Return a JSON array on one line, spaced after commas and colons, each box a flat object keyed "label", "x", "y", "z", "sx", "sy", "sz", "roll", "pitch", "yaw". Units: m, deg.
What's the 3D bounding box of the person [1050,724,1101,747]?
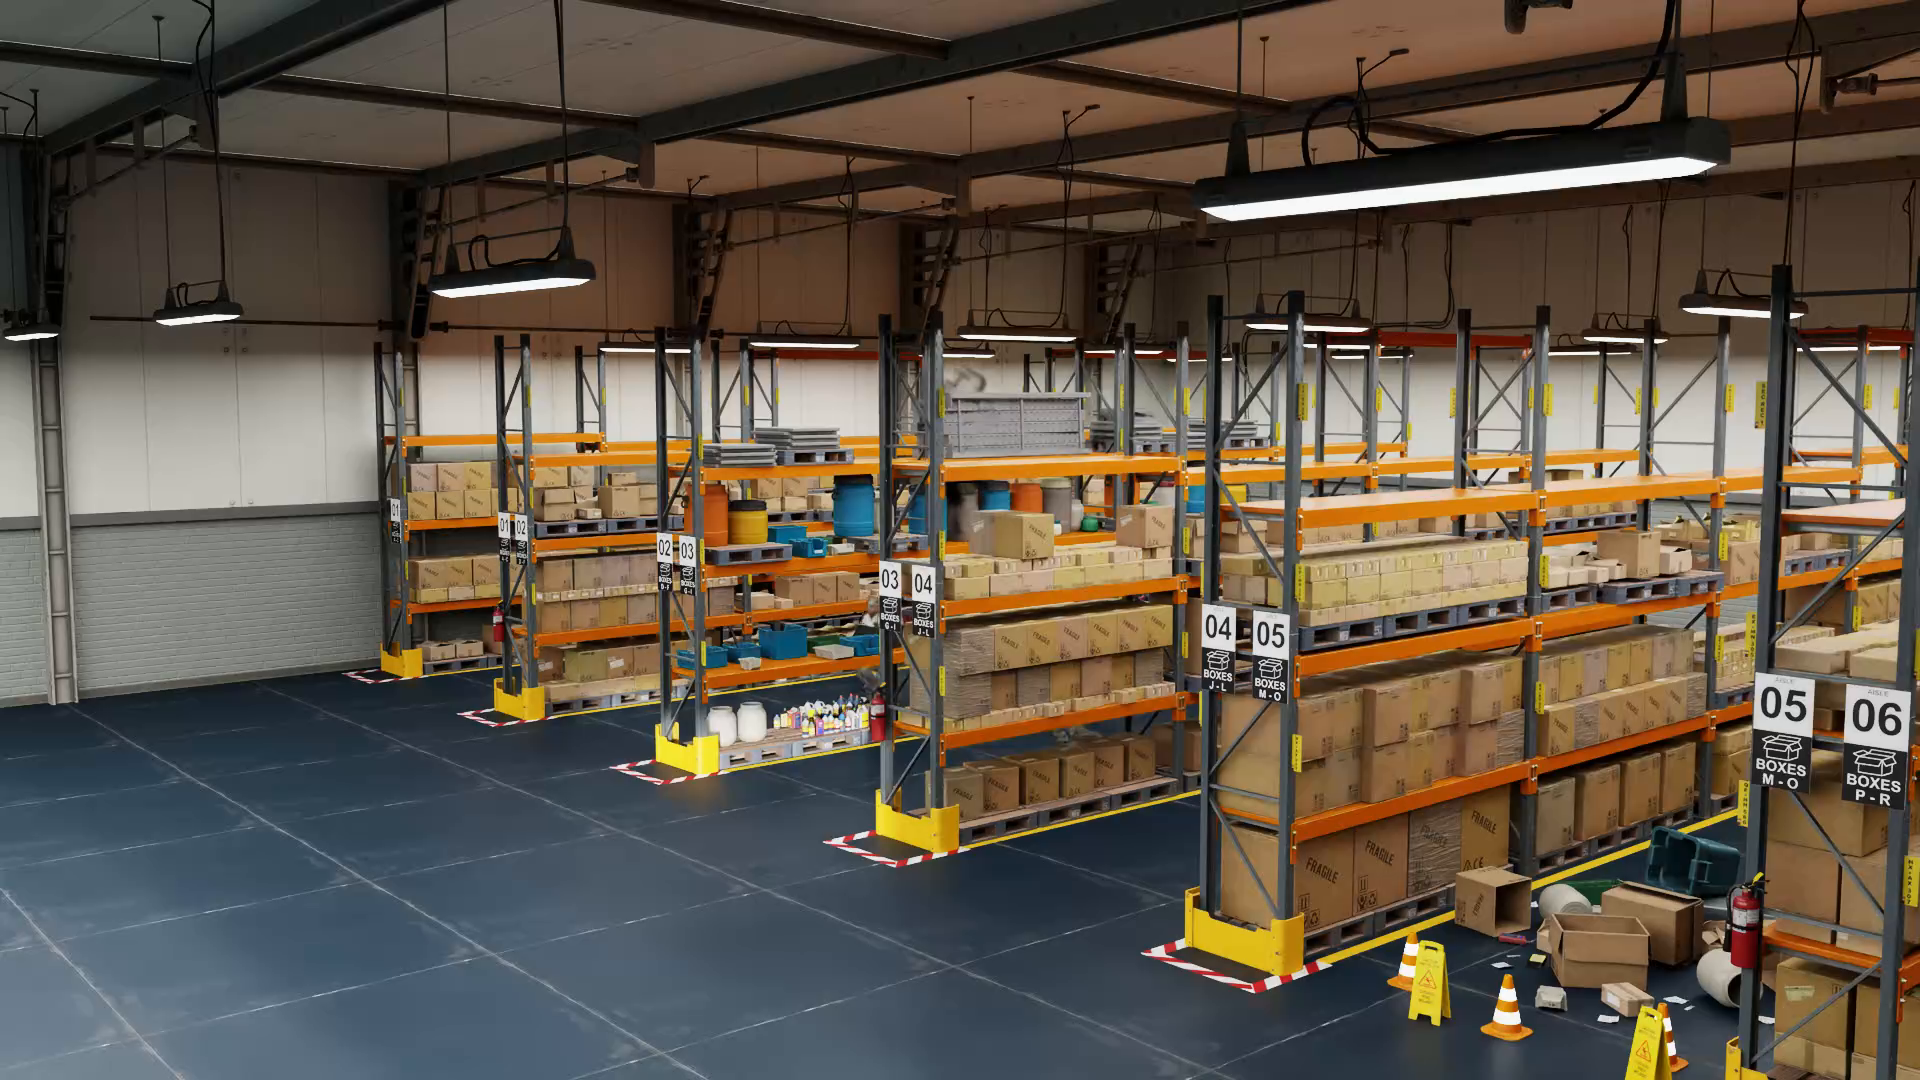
[{"label": "person", "x": 1.543, "y": 2.140, "z": 22.429, "sx": 0.869, "sy": 1.607, "sz": 0.680, "roll": -5, "pitch": 7, "yaw": -43}]

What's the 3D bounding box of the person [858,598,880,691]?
[{"label": "person", "x": -1.418, "y": 1.677, "z": 26.956, "sx": 0.664, "sy": 1.502, "sz": 0.706, "roll": 4, "pitch": 7, "yaw": 38}]
